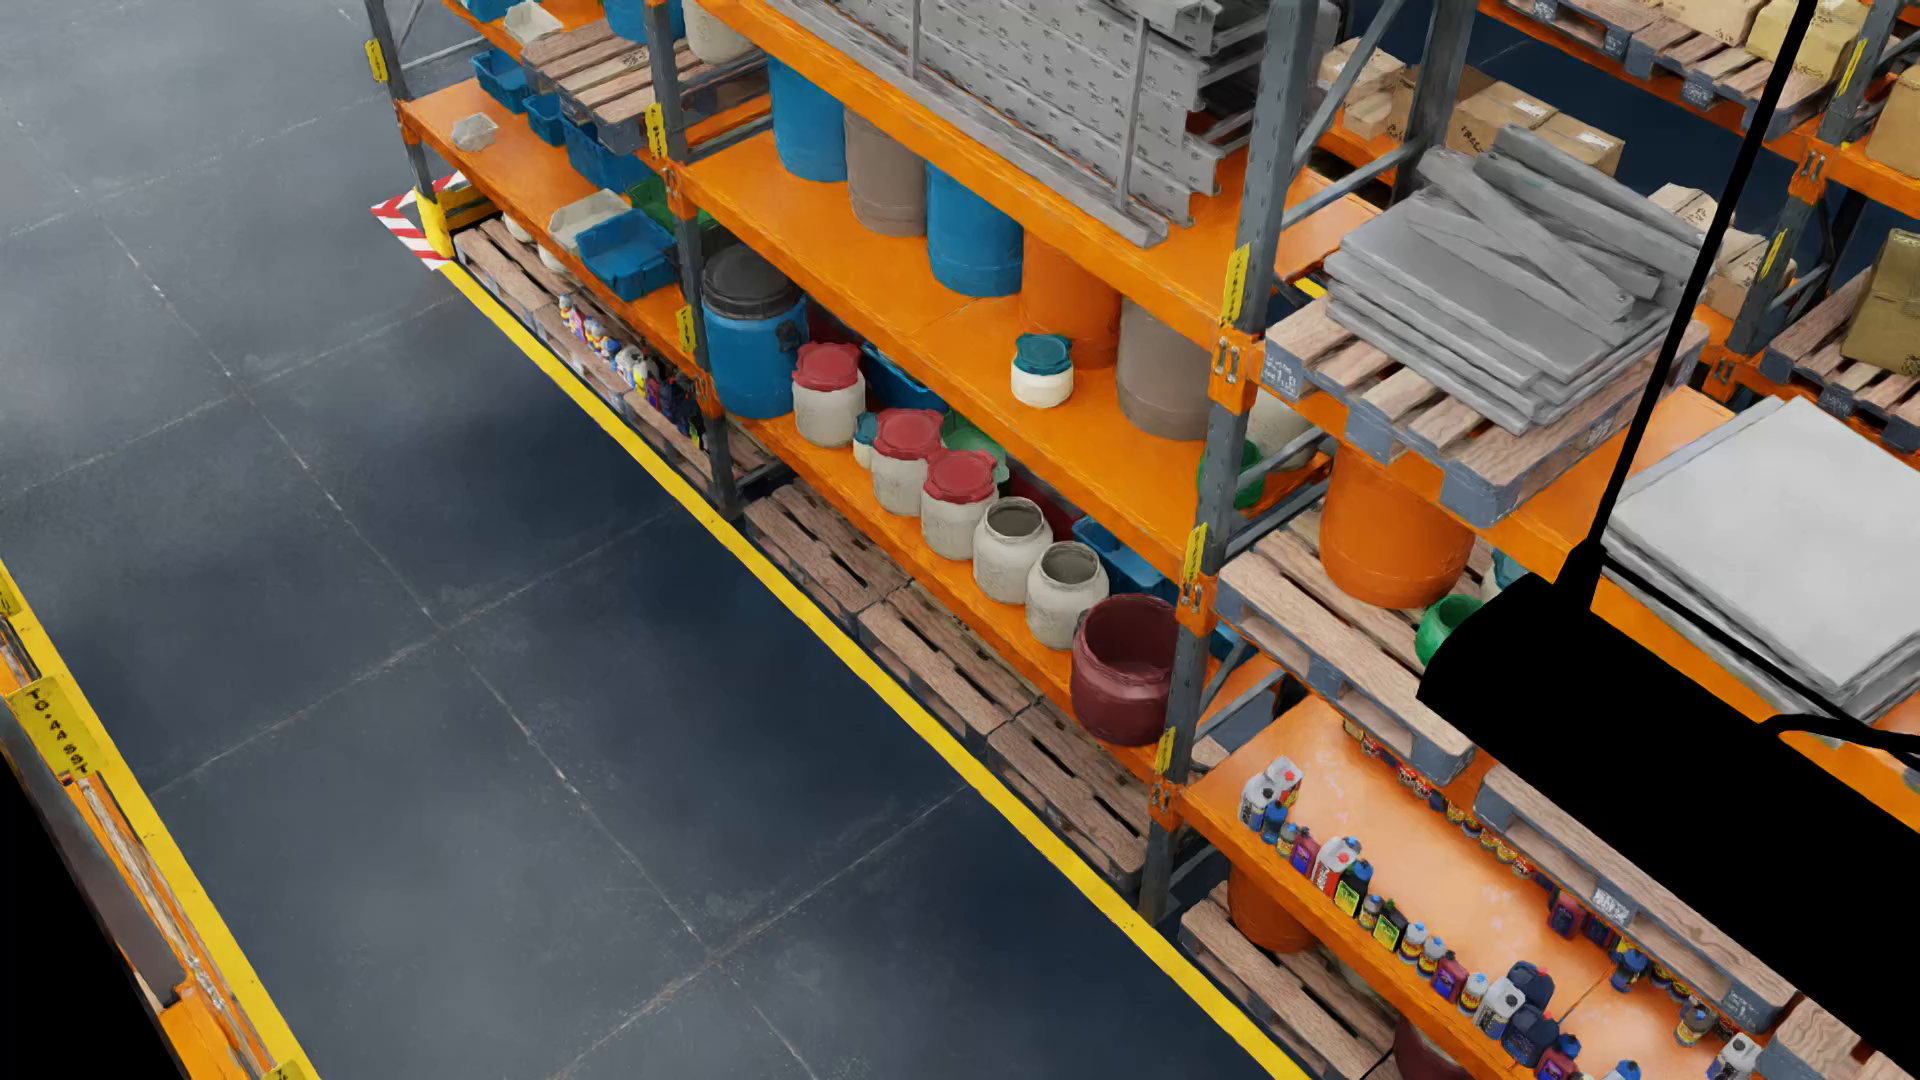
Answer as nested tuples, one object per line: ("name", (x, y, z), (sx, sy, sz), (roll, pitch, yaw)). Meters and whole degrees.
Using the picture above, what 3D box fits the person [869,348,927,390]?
("person", (-0.370, -0.878, 10.167), (0.585, 1.776, 0.486), (34, 55, 28))
